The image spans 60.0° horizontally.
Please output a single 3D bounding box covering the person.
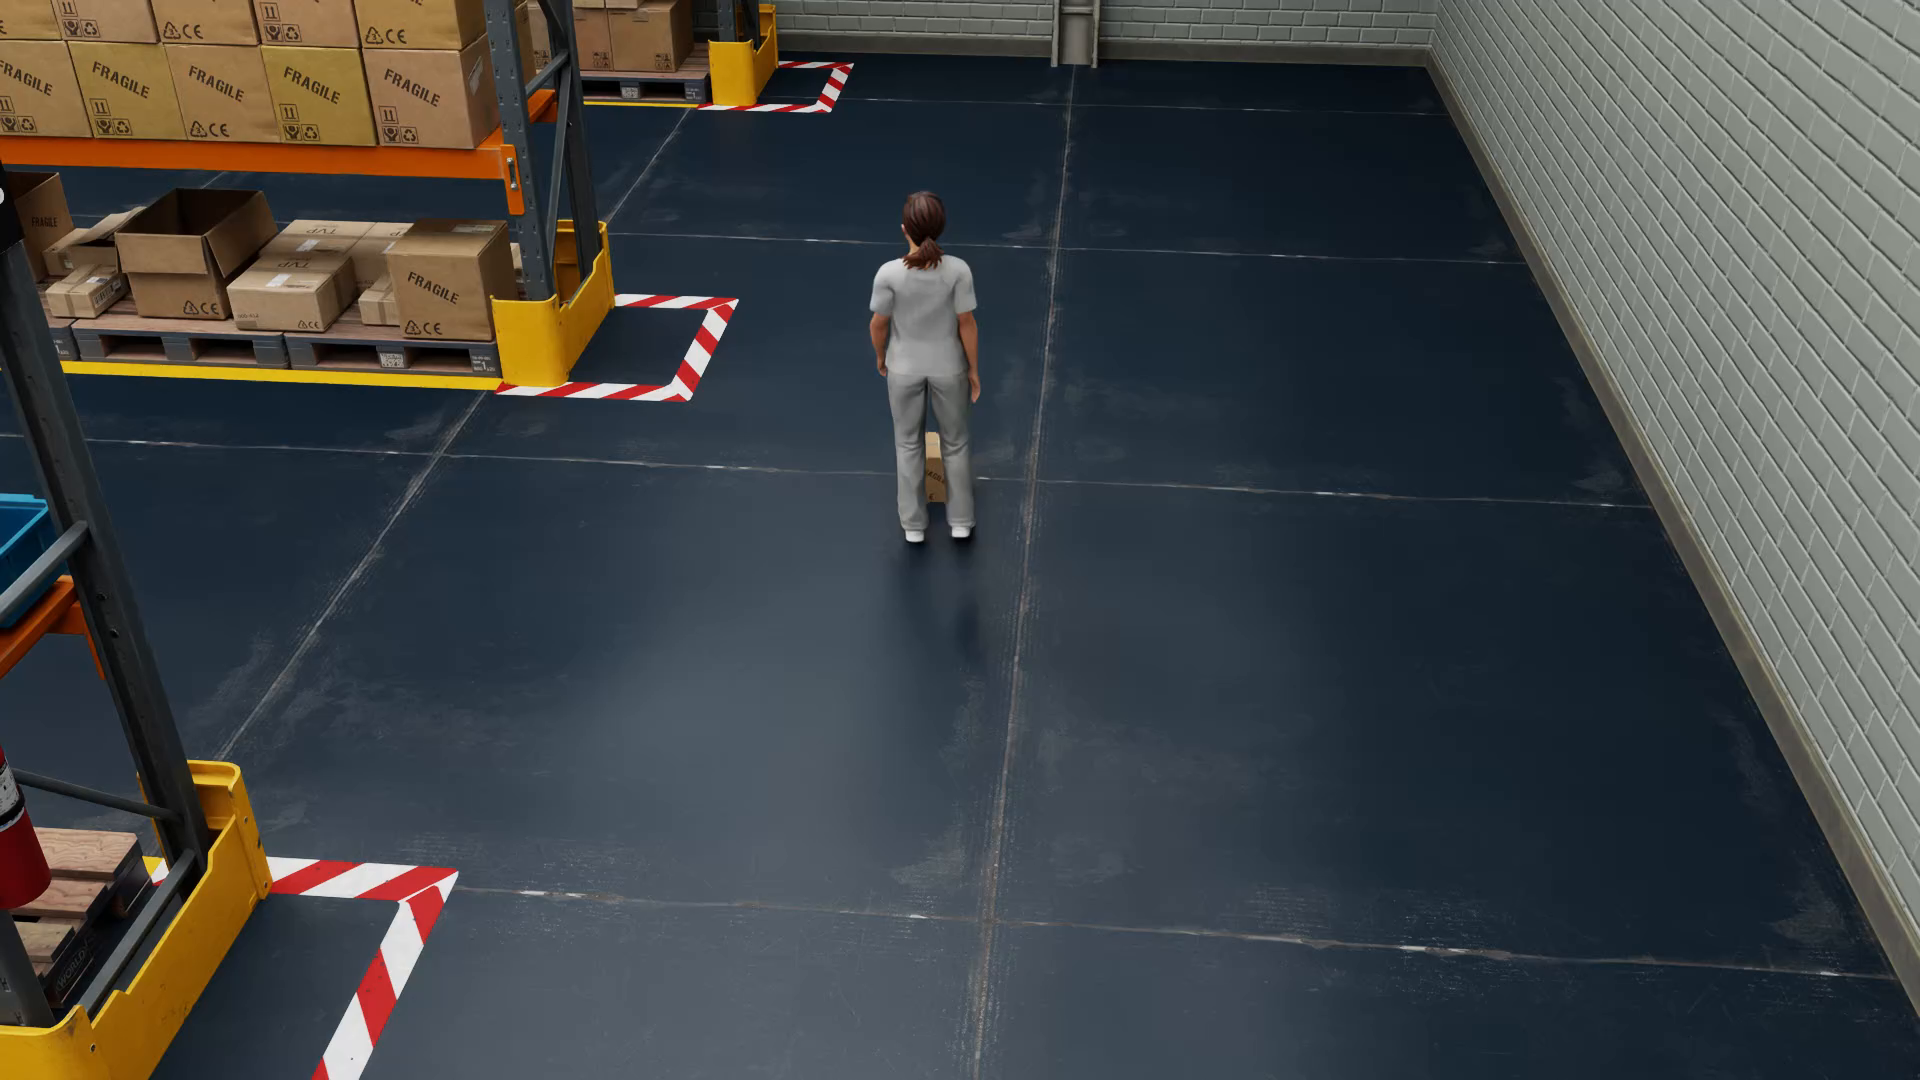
[{"bbox_3d":[-0.149,-0.720,7.283,0.475,1.685,0.441,-1,32,-1],"label":"person"}]
